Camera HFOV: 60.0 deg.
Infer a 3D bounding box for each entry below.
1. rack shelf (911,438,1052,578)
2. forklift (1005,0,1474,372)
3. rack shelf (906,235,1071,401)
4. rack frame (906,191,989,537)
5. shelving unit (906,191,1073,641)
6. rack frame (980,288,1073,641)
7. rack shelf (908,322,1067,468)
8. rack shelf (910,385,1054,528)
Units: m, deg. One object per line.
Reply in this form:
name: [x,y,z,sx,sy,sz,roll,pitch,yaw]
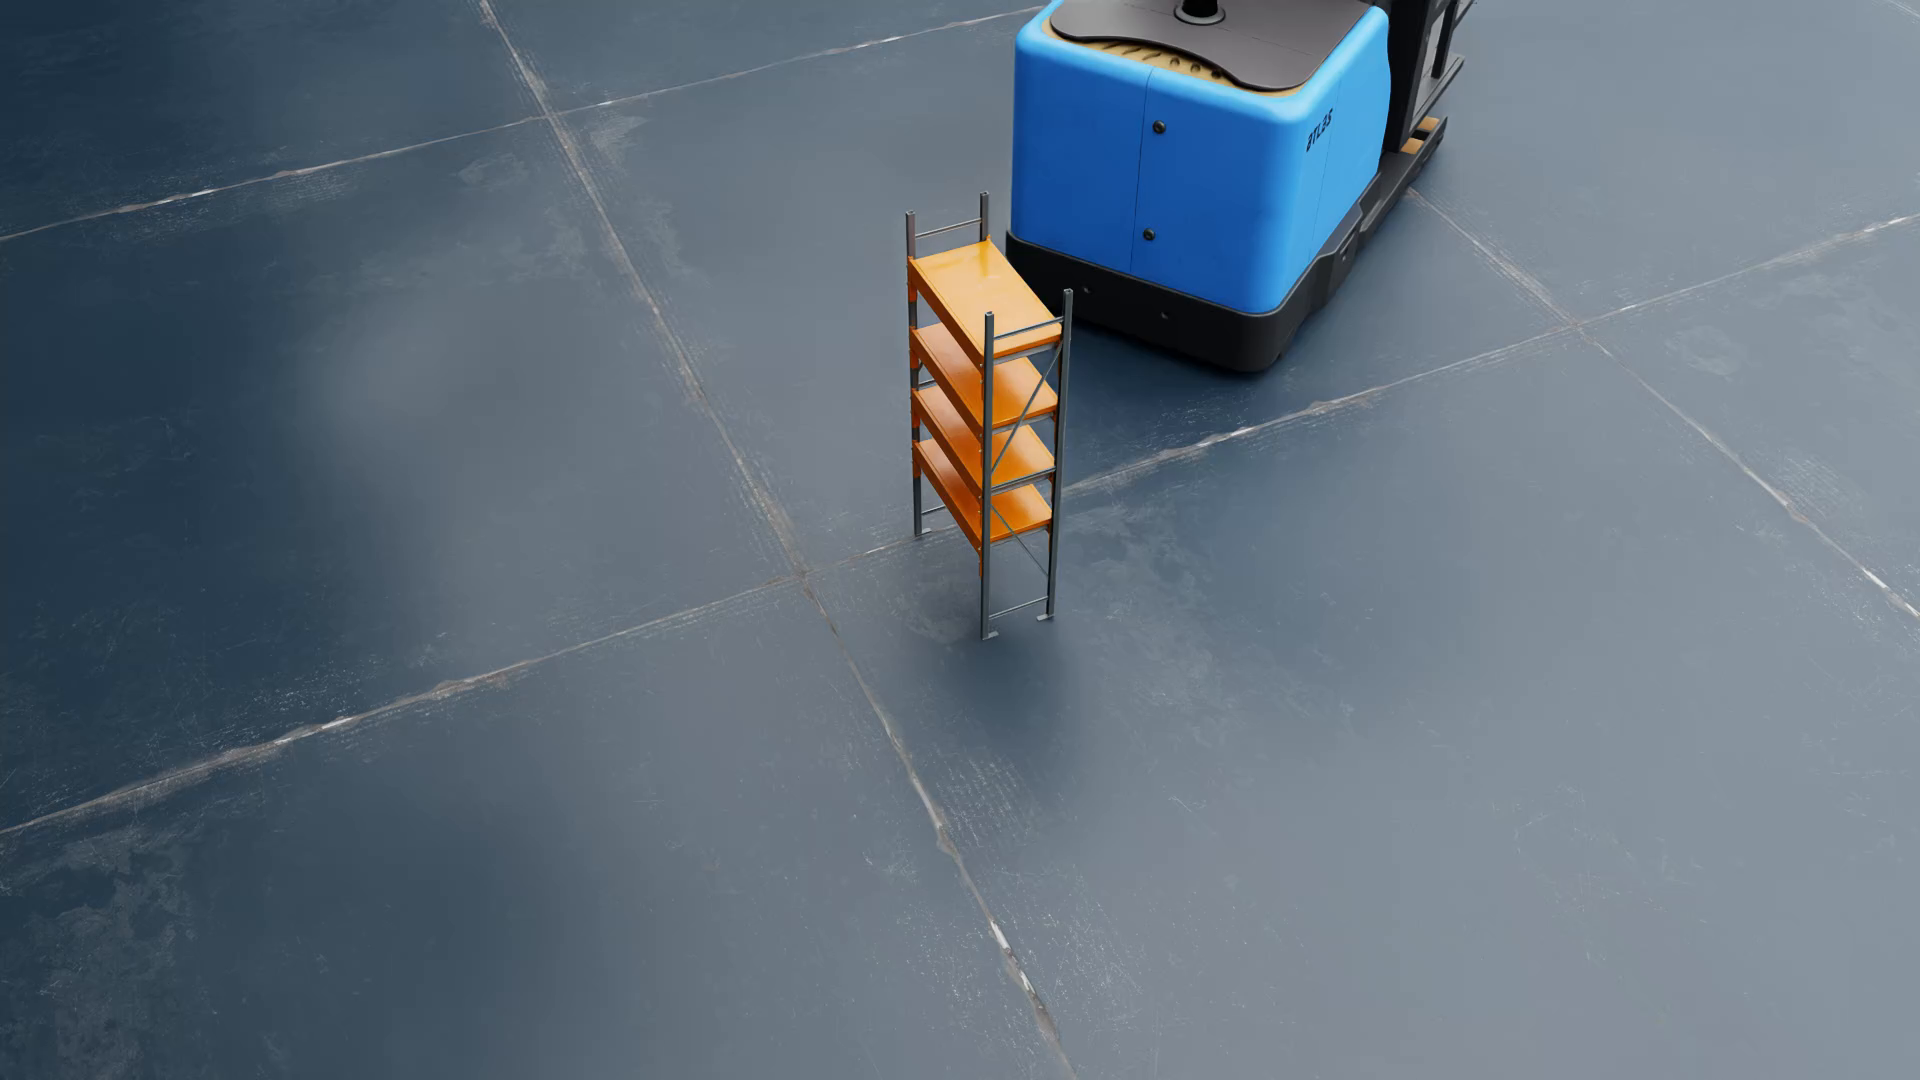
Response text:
rack shelf: [0.070,-0.132,4.908,0.258,0.148,0.480,-18,47,-17]
forklift: [1.338,-2.648,5.846,1.130,2.935,3.031,22,49,21]
rack shelf: [0.070,-0.601,4.446,0.258,0.148,0.480,-18,47,-17]
rack frame: [-0.033,-0.477,4.879,0.240,1.200,0.015,-18,47,-17]
shelving unit: [0.070,-0.322,4.722,0.258,1.200,0.503,-18,47,-17]
rack frame: [0.172,-0.166,4.564,0.240,1.200,0.015,-18,47,-17]
rack shelf: [0.070,-0.433,4.612,0.258,0.148,0.480,-18,47,-17]
rack shelf: [0.070,-0.274,4.769,0.258,0.148,0.480,-18,47,-17]
